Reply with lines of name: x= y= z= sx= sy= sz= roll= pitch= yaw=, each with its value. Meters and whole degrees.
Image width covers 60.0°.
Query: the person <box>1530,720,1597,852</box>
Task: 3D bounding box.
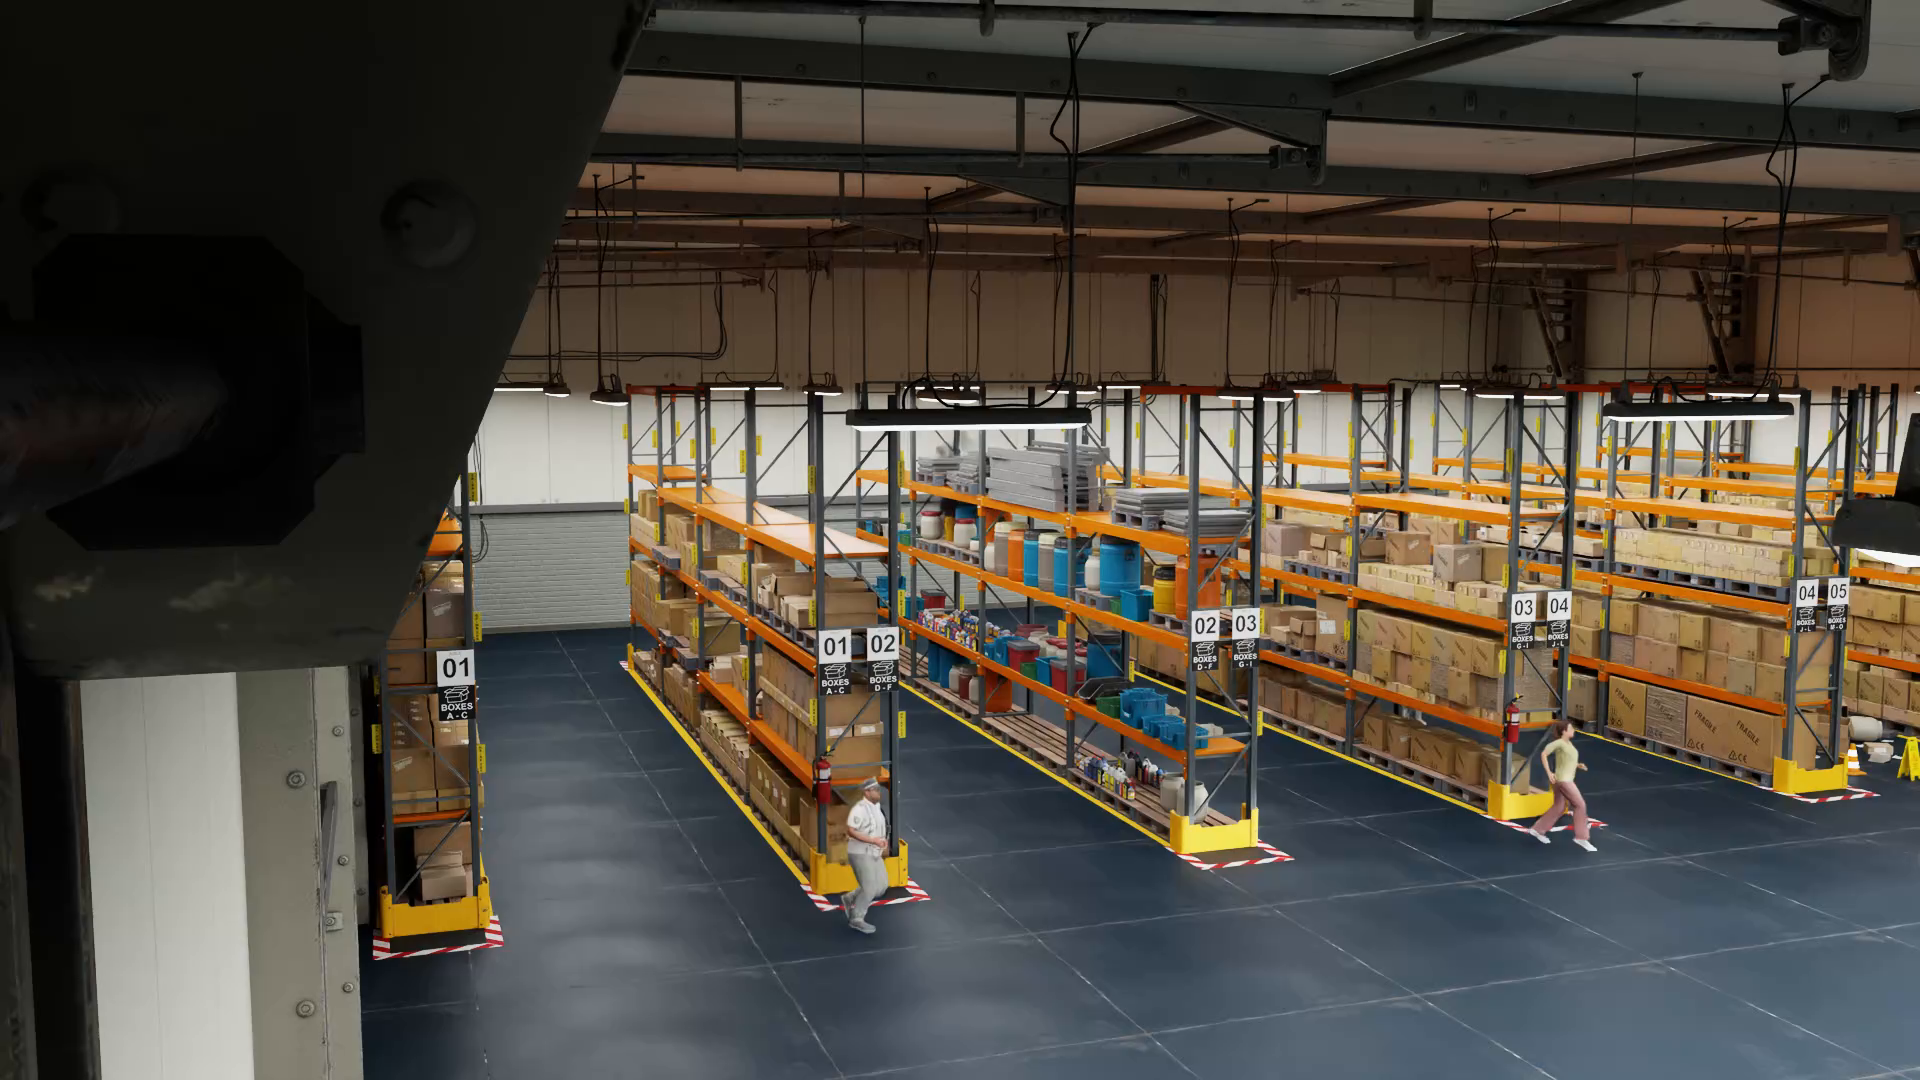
person: x=8.047 y=3.221 z=22.046 sx=0.862 sy=1.665 sz=0.582 roll=3 pitch=7 yaw=29

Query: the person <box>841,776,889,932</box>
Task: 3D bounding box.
person: x=-1.039 y=3.532 z=18.881 sx=0.639 sy=1.730 sz=0.687 roll=3 pitch=6 yaw=24

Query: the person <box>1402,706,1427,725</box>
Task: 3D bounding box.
person: x=8.190 y=2.414 z=29.603 sx=0.727 sy=1.747 sz=0.633 roll=-3 pitch=7 yaw=-27
